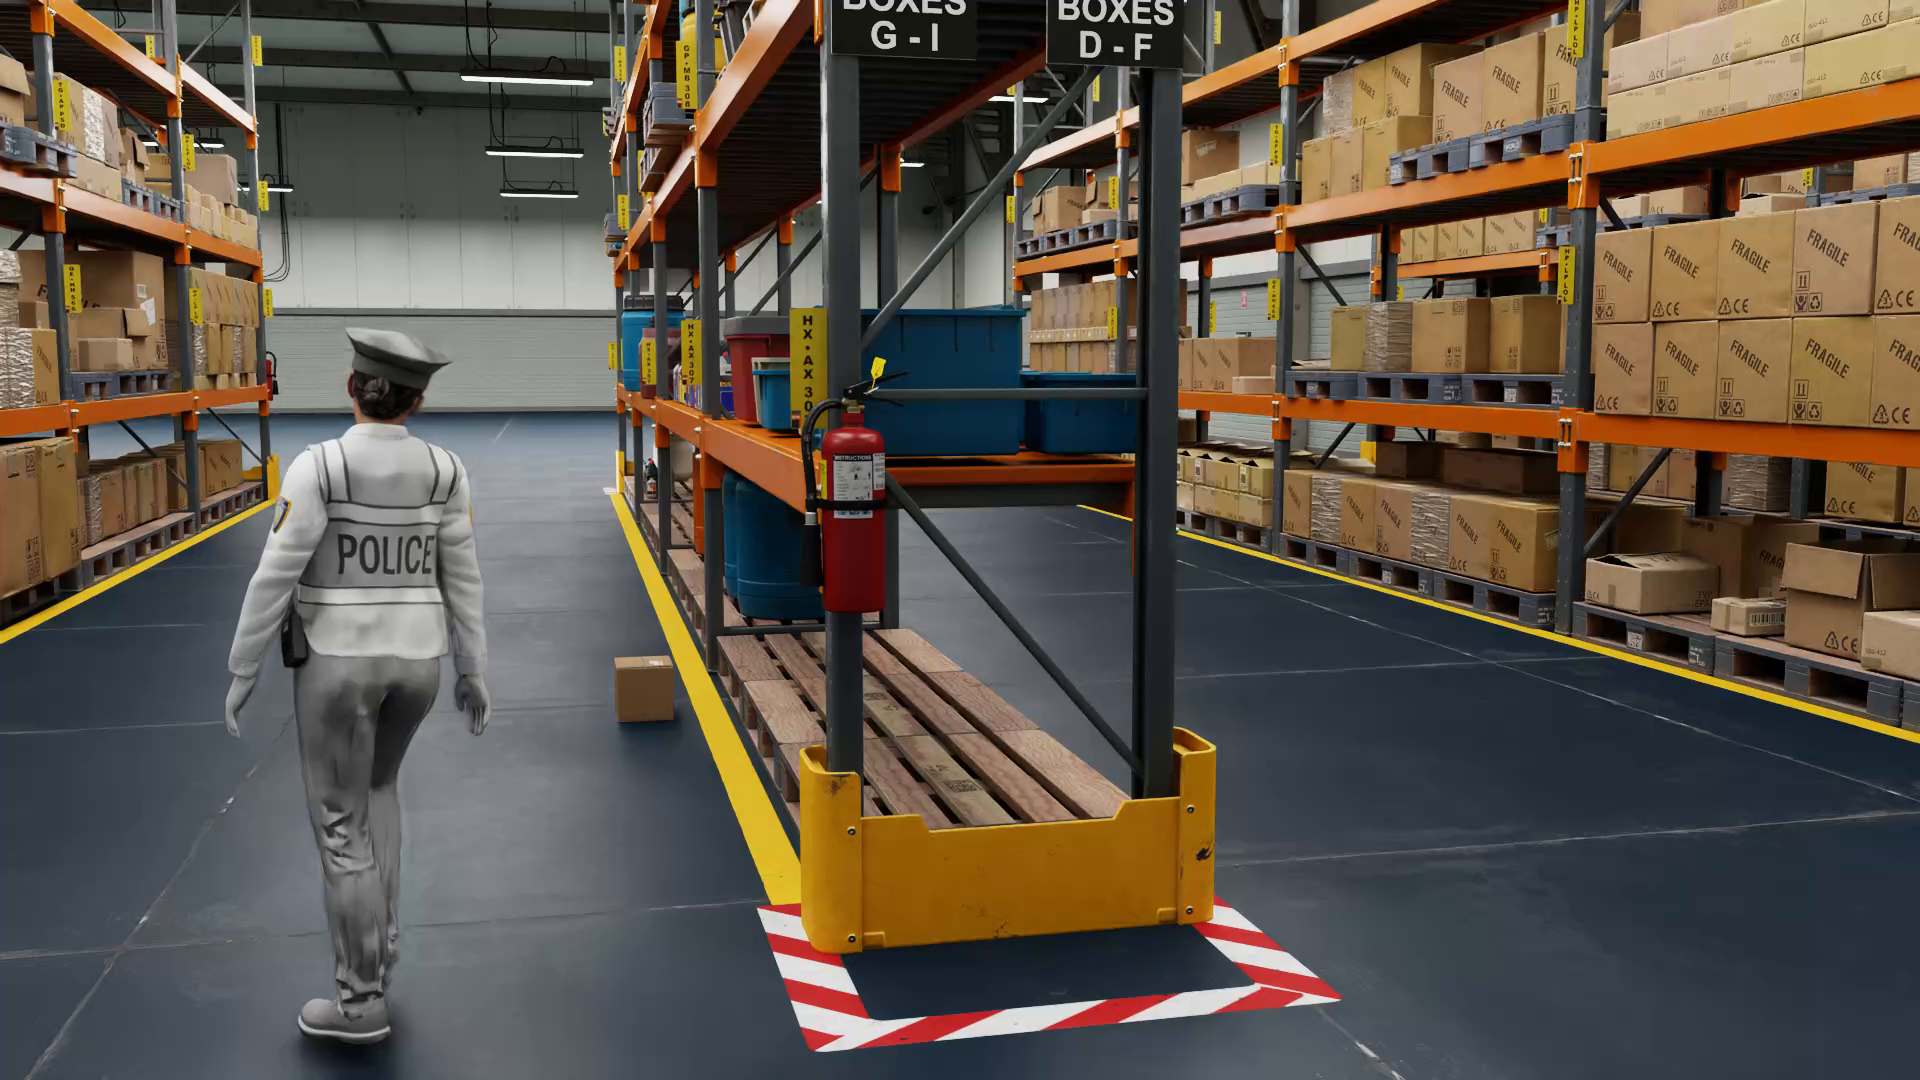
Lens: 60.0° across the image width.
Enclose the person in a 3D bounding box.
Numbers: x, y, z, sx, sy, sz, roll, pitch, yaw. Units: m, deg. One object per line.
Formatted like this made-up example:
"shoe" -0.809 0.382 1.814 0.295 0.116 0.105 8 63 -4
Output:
"person" -1.445 0.345 3.987 0.502 1.694 0.580 6 8 42
